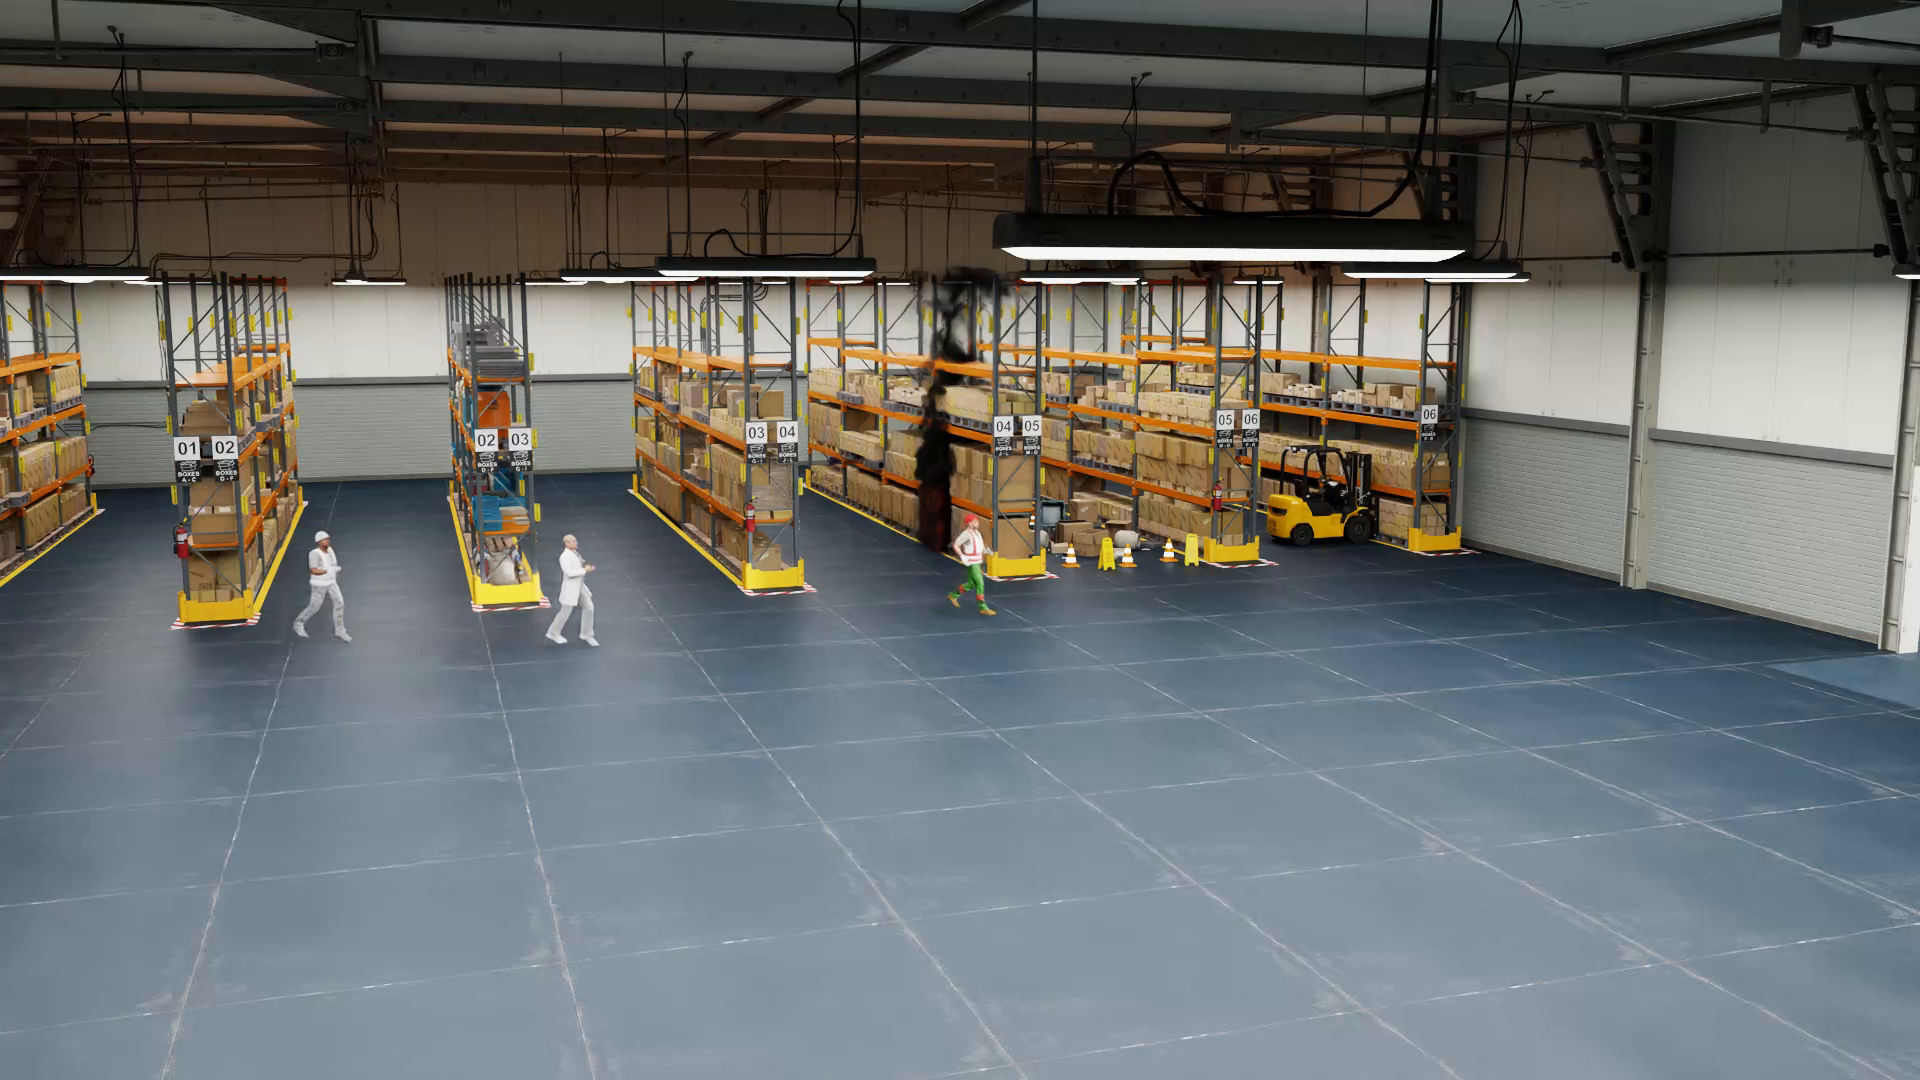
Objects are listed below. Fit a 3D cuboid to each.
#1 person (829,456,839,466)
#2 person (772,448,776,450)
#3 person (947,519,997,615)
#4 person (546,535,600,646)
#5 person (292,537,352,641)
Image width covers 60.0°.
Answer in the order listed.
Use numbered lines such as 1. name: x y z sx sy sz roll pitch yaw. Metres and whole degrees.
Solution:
1. person: -3.766 -2.590 49.665 0.505 1.533 0.600 -4 10 -25
2. person: -5.594 -2.281 47.807 0.624 1.650 0.725 4 9 23
3. person: 0.201 0.435 29.332 0.976 1.722 0.678 4 9 23
4. person: -6.248 0.825 26.726 0.866 1.846 0.677 2 9 13
5. person: -10.436 0.764 27.241 0.948 1.786 0.585 2 9 15
